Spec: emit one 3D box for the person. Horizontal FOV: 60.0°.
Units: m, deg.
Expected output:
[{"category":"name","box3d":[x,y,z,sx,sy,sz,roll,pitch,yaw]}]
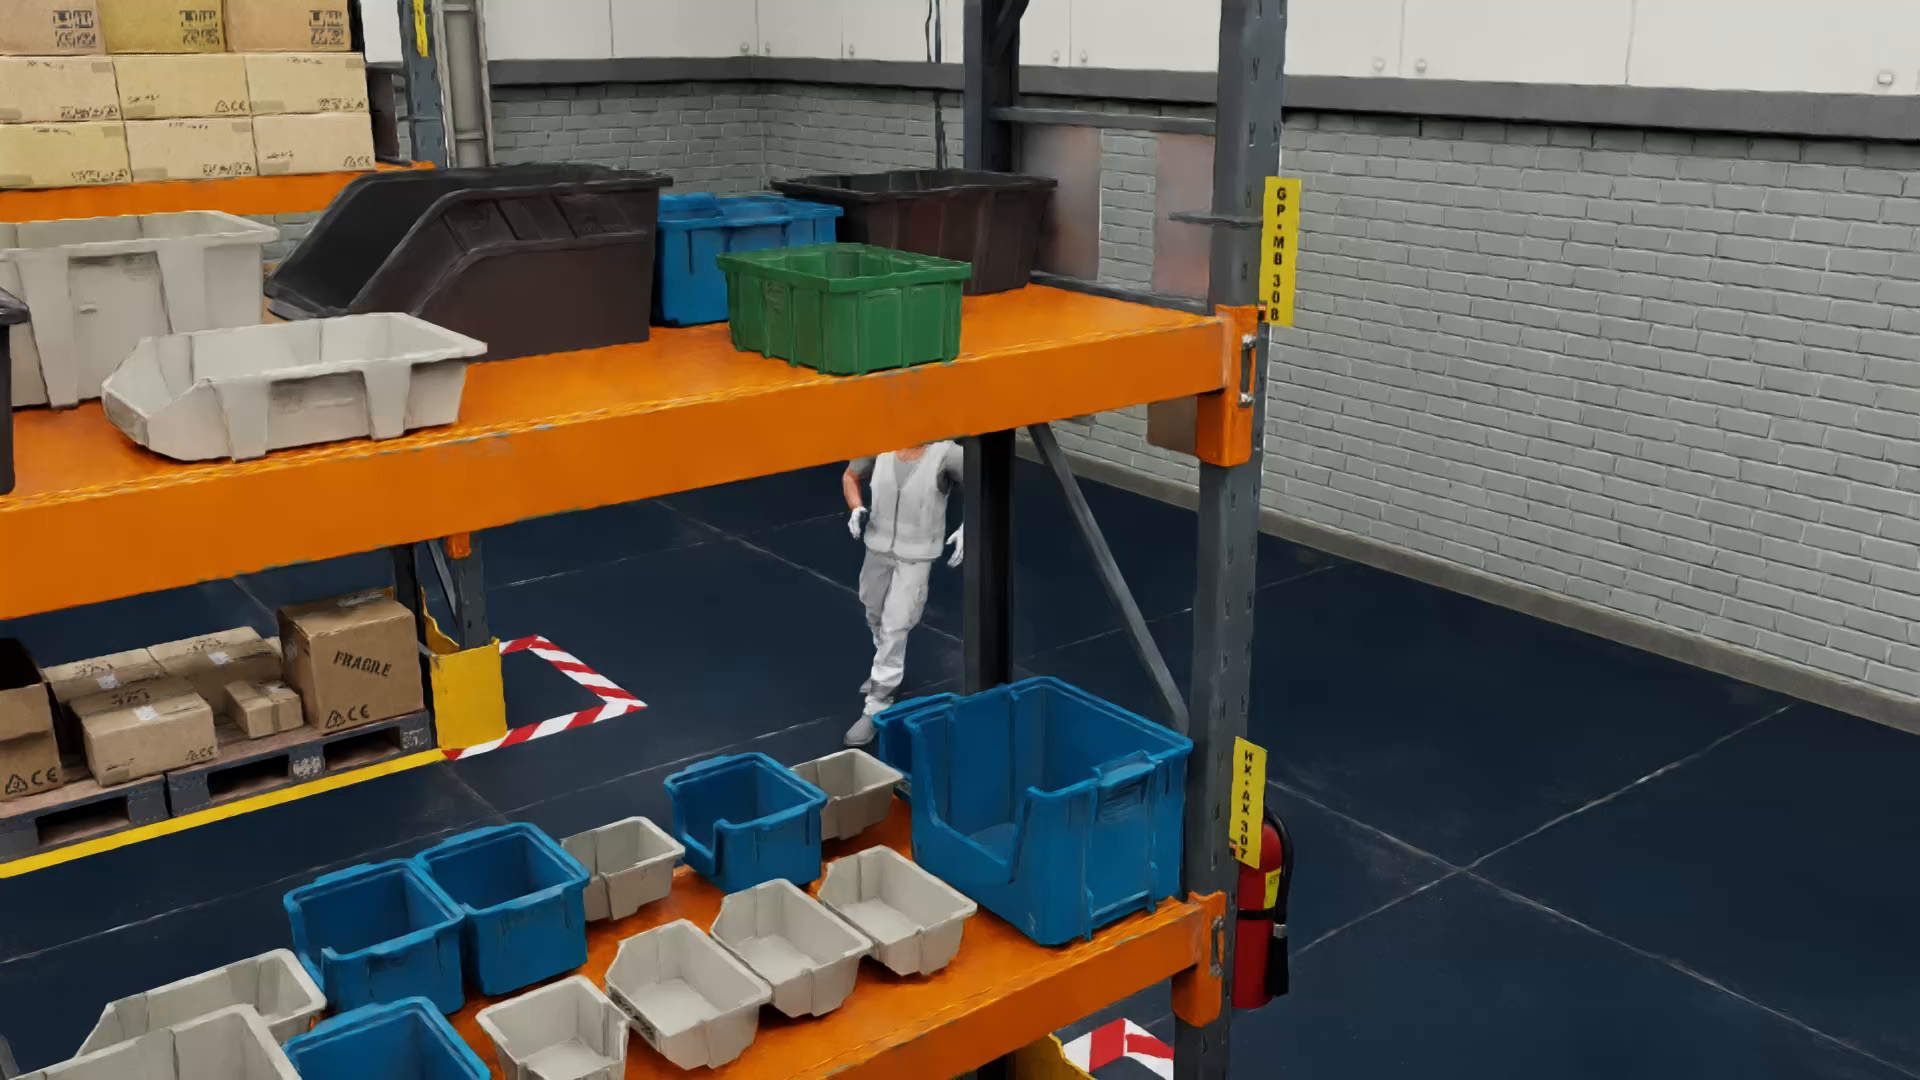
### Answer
[{"category":"person","box3d":[-0.270,0.078,8.228,0.719,1.776,0.822,6,19,19]}]
